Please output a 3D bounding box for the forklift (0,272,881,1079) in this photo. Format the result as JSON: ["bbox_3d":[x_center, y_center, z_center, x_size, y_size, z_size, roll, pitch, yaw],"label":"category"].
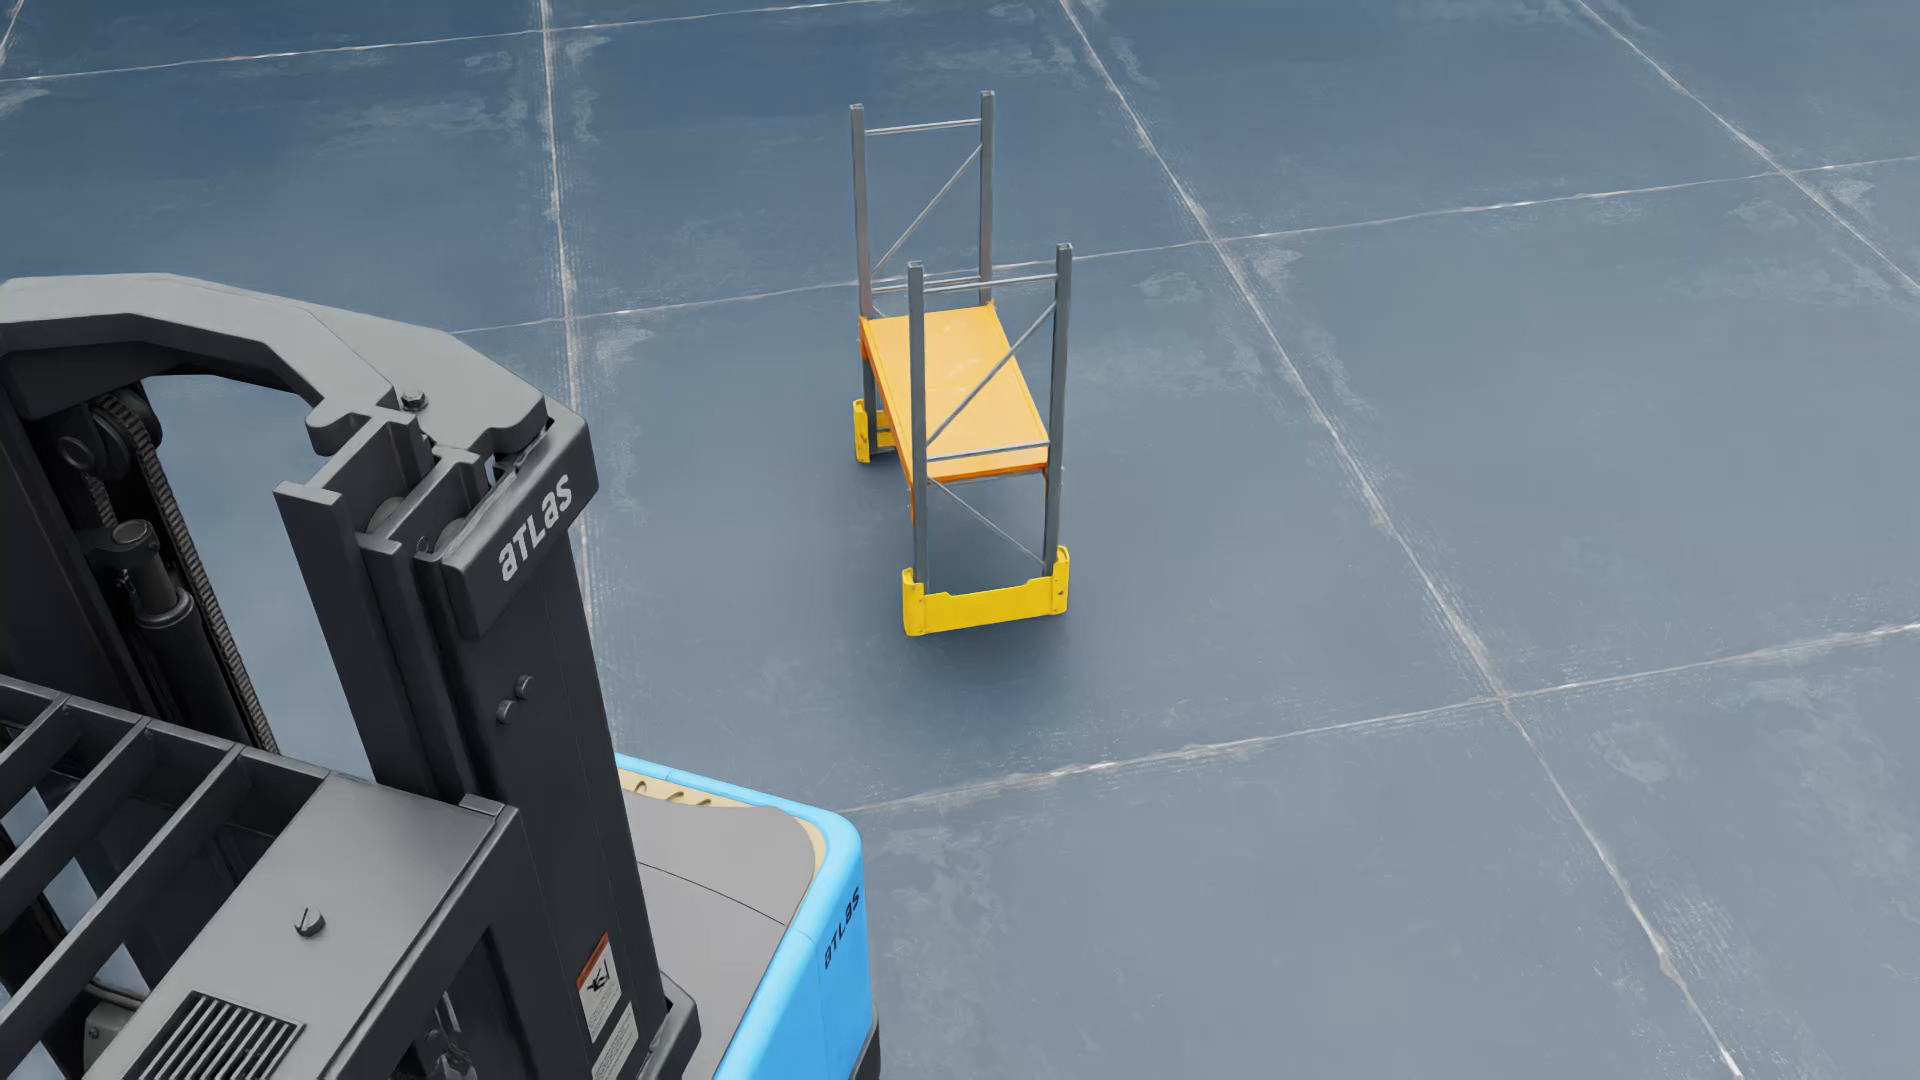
[{"bbox_3d":[-1.172,1.185,2.707,1.130,2.935,3.031,13,43,14],"label":"forklift"}]

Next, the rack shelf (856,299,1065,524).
[{"bbox_3d":[-0.018,-0.482,5.934,0.538,0.185,1.000,-8,42,-9],"label":"rack shelf"}]

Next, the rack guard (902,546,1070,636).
[{"bbox_3d":[0.091,0.180,5.859,0.587,0.250,0.087,-8,42,-9],"label":"rack guard"}]

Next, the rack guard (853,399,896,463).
[{"bbox_3d":[-0.124,-0.466,6.586,0.587,0.250,0.087,-8,42,-9],"label":"rack guard"}]

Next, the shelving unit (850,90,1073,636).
[{"bbox_3d":[-0.016,-0.610,5.808,0.587,1.500,1.083,-8,42,-9],"label":"shelving unit"}]

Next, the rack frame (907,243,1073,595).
[{"bbox_3d":[0.091,-0.287,5.443,0.500,1.500,0.032,-8,42,-9],"label":"rack frame"}]

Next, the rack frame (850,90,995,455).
[{"bbox_3d":[-0.128,-0.946,6.186,0.500,1.500,0.032,-8,42,-9],"label":"rack frame"}]
